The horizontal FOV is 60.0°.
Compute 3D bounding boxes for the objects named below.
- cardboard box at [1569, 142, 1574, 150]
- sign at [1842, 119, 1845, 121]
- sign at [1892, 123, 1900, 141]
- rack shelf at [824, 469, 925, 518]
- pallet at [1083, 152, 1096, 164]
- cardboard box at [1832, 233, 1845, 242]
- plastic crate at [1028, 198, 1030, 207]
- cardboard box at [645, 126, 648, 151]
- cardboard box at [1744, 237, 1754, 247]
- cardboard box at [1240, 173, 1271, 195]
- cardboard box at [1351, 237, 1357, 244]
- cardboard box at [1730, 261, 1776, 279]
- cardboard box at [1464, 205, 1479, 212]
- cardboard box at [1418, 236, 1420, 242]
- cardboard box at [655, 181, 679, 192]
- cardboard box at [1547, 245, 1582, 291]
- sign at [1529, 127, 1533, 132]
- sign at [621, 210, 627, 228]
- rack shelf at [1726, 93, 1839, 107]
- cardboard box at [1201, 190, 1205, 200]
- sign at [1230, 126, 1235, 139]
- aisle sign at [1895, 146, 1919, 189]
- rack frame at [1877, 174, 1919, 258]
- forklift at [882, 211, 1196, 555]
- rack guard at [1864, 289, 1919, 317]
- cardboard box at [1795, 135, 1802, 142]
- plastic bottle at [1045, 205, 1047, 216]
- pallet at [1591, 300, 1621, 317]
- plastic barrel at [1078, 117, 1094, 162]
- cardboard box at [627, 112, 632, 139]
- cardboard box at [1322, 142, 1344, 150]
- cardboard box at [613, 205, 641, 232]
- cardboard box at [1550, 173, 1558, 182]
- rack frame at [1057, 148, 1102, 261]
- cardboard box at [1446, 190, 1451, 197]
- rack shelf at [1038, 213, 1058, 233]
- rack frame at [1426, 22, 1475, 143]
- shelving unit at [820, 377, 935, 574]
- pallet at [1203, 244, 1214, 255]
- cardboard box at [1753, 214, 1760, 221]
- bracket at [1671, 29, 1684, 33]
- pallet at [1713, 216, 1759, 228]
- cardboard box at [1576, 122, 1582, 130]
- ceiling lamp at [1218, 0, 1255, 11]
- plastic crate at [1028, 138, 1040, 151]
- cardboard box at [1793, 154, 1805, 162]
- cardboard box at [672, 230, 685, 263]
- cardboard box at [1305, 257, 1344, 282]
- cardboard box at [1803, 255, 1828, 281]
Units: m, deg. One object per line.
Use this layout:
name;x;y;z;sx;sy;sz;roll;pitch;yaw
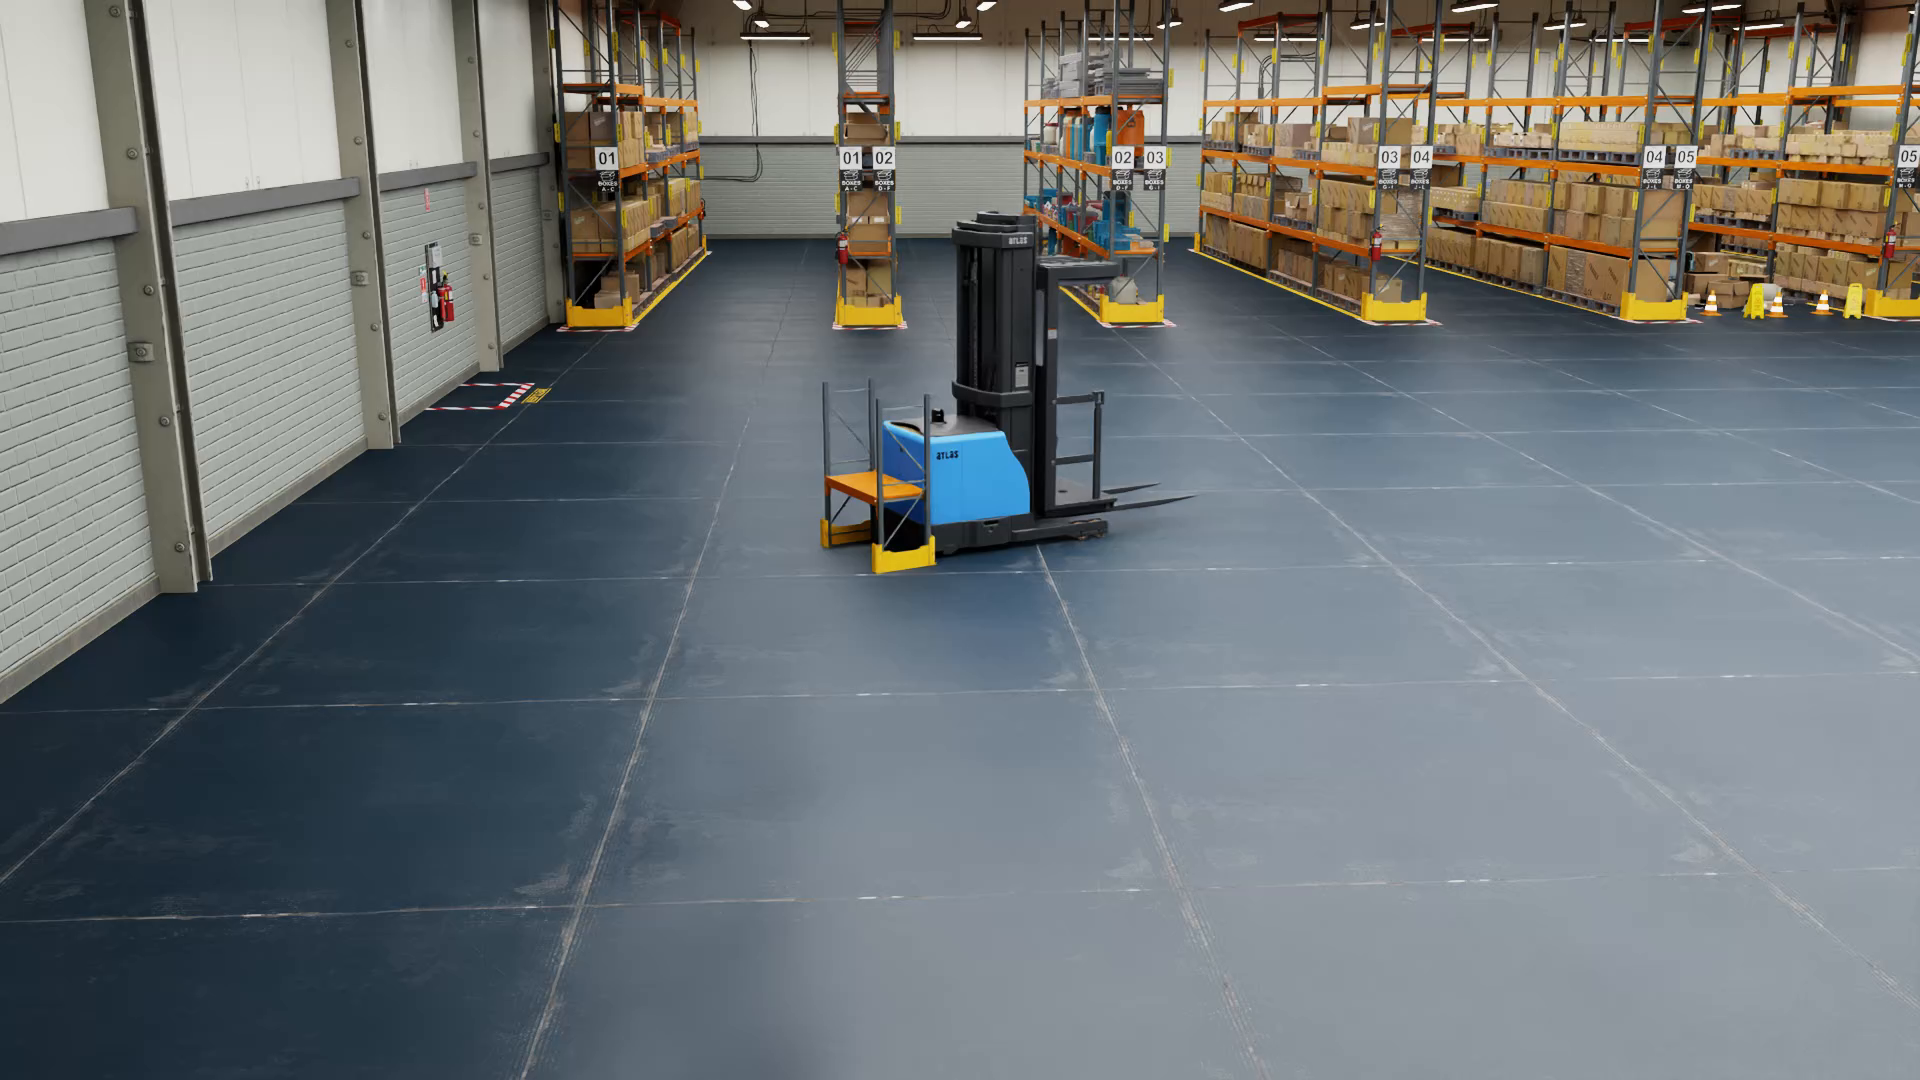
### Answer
cardboard box;12.631;-8.024;33.857;0.380;0.149;0.250;-1;14;-4
sign;22.862;-10.735;43.106;0.100;0.325;0.005;-1;14;-3
sign;17.542;-7.648;31.158;0.100;0.325;0.005;-1;14;-3
rack shelf;-0.732;-0.415;14.573;0.538;0.185;1.000;-8;17;-29
pallet;3.157;-7.719;33.589;1.213;0.211;1.003;-1;14;-3
cardboard box;17.712;-6.055;33.268;0.380;0.149;0.250;-1;14;-4
plastic crate;2.040;-9.074;44.712;0.416;0.233;0.300;-1;14;-3
cardboard box;-6.903;-8.531;35.323;0.500;0.500;0.500;-1;14;-5
cardboard box;21.950;-8.320;45.740;0.500;0.500;0.500;-1;14;-2
cardboard box;7.511;-8.977;41.906;0.797;0.503;0.637;-1;14;-5
cardboard box;7.889;-5.874;32.563;0.380;0.149;0.250;-1;14;-3
cardboard box;17.767;-6.005;36.999;0.950;0.372;0.625;0;14;0
cardboard box;12.178;-7.855;39.423;0.380;0.149;0.250;-1;14;-3
cardboard box;12.138;-7.848;43.418;0.380;0.149;0.250;0;14;-2
cardboard box;-6.998;-8.444;39.707;0.500;0.250;0.500;-1;14;-5
cardboard box;12.884;-5.680;34.728;0.875;0.875;0.875;-1;14;-3
sign;13.222;-9.406;38.572;0.100;0.325;0.005;-1;14;-3
sign;-6.084;-5.815;30.095;0.100;0.325;0.005;-1;14;-3
rack shelf;22.184;-11.885;44.833;1.077;0.370;4.000;-1;14;-3
cardboard box;6.975;-9.544;46.029;0.500;0.250;0.500;-1;14;-5
sign;6.909;-10.334;42.178;0.100;0.325;0.005;-1;14;-3
aisle sign;17.812;-7.009;31.255;0.394;0.787;0.004;-1;14;-3
rack frame;22.556;-7.837;39.690;1.000;3.000;0.127;-1;14;-3
forklift;0.785;-1.528;15.305;3.031;2.935;1.130;-8;16;-27
rack guard;18.093;-4.578;32.041;1.175;0.500;0.348;-1;14;-3
cardboard box;17.588;-8.334;34.507;0.380;0.149;0.250;0;14;-2
plastic bottle;2.170;-8.221;41.442;0.097;0.271;0.097;0;14;0
pallet;13.035;-4.516;32.377;1.003;0.211;1.213;-1;14;-3
plastic barrel;2.767;-8.354;34.673;0.600;0.901;0.708;-1;14;-3
cardboard box;-6.430;-7.735;31.026;0.500;0.500;0.500;0;14;-2
cardboard box;7.671;-8.099;34.191;0.380;0.149;0.250;-1;14;-5
cardboard box;-6.445;-6.191;32.049;0.500;0.500;0.500;0;14;-2
cardboard box;16.851;-10.158;46.504;0.500;0.500;0.500;-1;14;-5
rack frame;2.767;-7.530;38.497;1.000;3.000;0.127;-1;14;-3
cardboard box;12.102;-8.464;40.595;0.380;0.149;0.250;0;14;-1
rack shelf;2.643;-7.679;40.520;1.077;0.370;4.000;-1;14;-3
rack frame;12.420;-11.558;42.113;1.000;3.000;0.127;-1;14;-3
shelving unit;-0.737;-0.591;14.536;0.587;1.500;1.083;-8;17;-29
pallet;7.343;-8.048;46.106;1.003;0.211;1.213;-1;14;-3
cardboard box;17.543;-7.036;36.238;0.380;0.149;0.250;-1;14;-5
bracket;22.266;-15.847;51.558;0.235;0.232;0.430;-1;14;-3
pallet;17.765;-7.175;37.502;1.003;0.211;1.213;-1;14;-3
cardboard box;12.647;-8.347;33.512;0.380;0.149;0.250;-1;14;-4
ceiling lamp;5.817;-12.277;33.194;0.800;3.185;2.000;-1;14;-3
plastic crate;2.092;-10.558;44.371;0.504;0.338;0.767;-1;14;-3
cardboard box;17.582;-7.949;34.607;0.380;0.149;0.250;-1;14;-3
cardboard box;-7.140;-7.154;40.505;0.750;0.750;0.750;0;14;-2
cardboard box;7.931;-5.886;36.242;0.700;0.500;0.500;-1;14;-4
cardboard box;17.692;-5.587;34.115;0.500;0.500;0.500;0;14;-1
